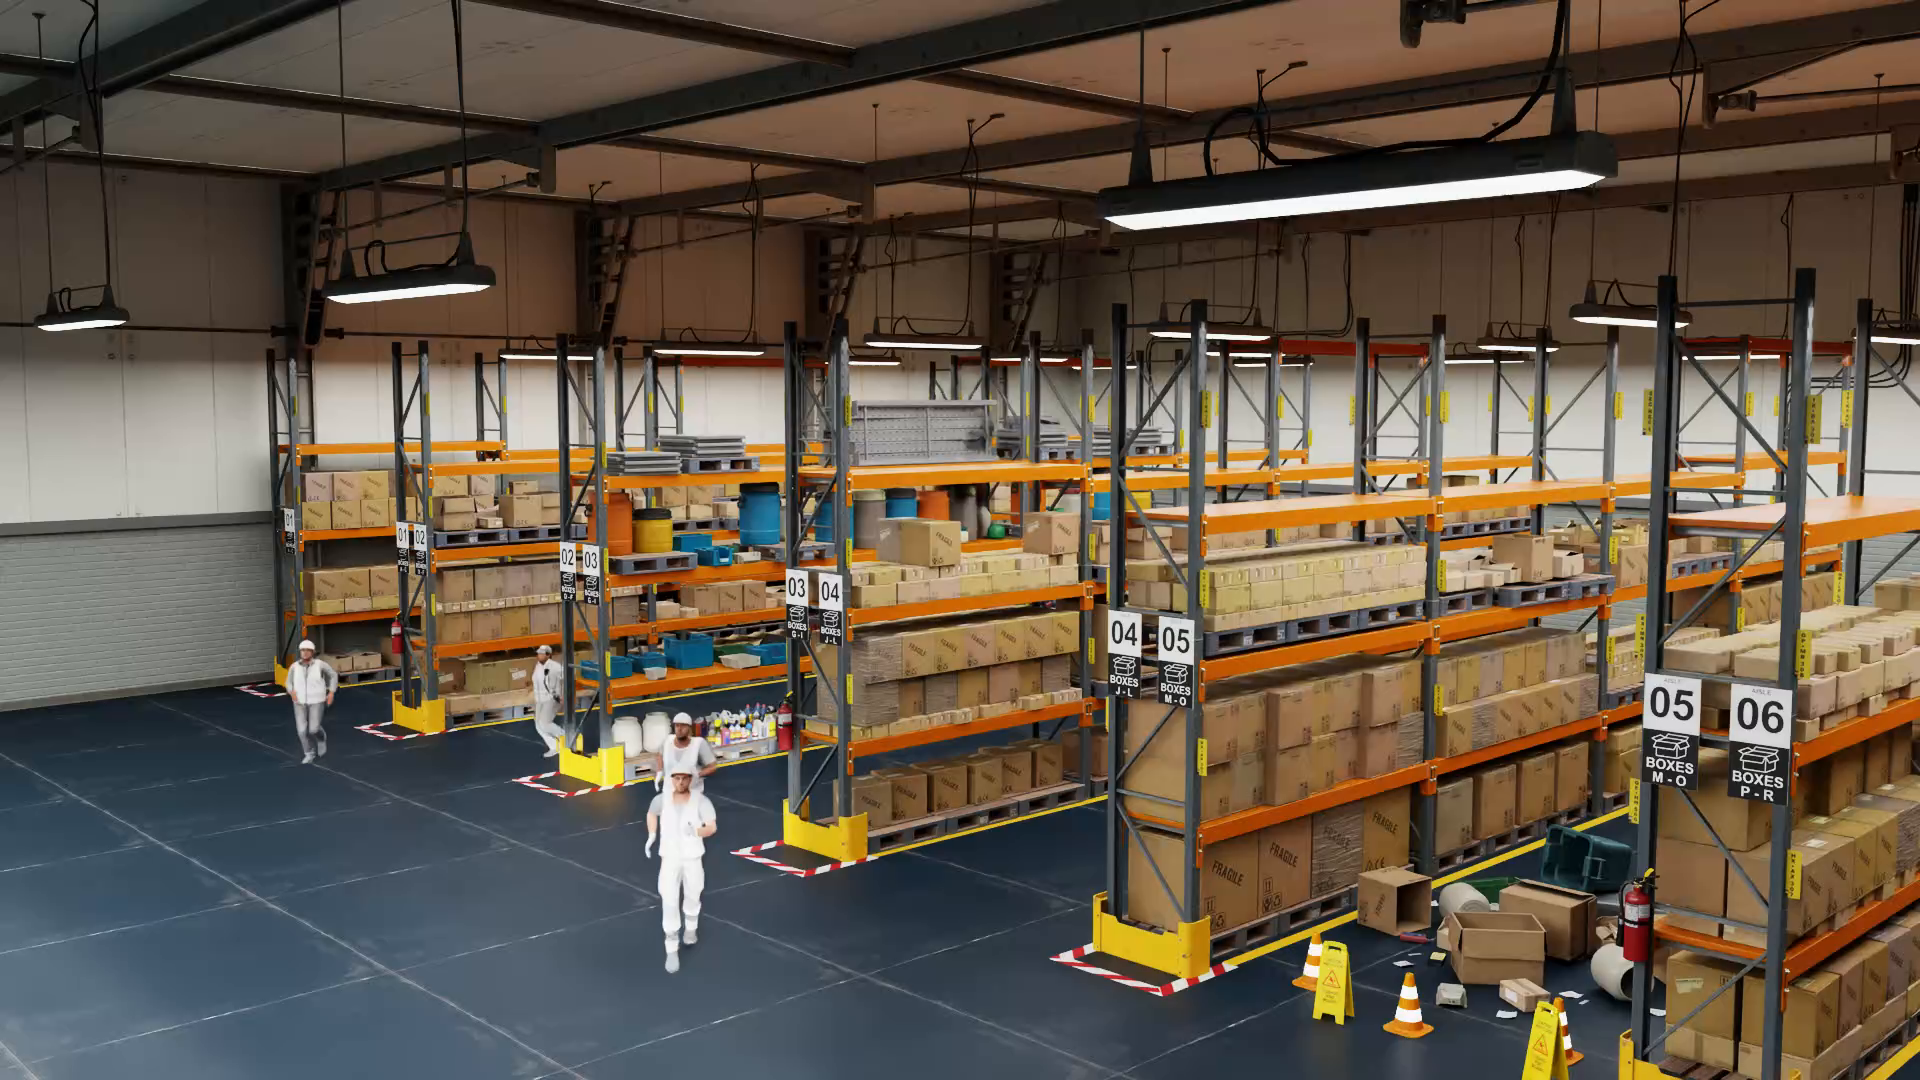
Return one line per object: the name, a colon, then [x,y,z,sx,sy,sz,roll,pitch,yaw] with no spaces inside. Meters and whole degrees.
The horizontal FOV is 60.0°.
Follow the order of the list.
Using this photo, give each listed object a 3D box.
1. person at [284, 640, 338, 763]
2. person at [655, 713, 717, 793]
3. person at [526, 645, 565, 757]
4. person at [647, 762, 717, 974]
person: [-9.154,2.280,23.425,0.693,1.743,0.590,-1,5,-8]
person: [-2.921,2.725,17.752,0.681,1.810,0.885,0,5,-1]
person: [-5.923,2.308,23.855,0.618,1.623,0.560,4,6,37]
person: [-2.549,2.939,15.252,0.632,1.835,0.839,-1,5,-9]
